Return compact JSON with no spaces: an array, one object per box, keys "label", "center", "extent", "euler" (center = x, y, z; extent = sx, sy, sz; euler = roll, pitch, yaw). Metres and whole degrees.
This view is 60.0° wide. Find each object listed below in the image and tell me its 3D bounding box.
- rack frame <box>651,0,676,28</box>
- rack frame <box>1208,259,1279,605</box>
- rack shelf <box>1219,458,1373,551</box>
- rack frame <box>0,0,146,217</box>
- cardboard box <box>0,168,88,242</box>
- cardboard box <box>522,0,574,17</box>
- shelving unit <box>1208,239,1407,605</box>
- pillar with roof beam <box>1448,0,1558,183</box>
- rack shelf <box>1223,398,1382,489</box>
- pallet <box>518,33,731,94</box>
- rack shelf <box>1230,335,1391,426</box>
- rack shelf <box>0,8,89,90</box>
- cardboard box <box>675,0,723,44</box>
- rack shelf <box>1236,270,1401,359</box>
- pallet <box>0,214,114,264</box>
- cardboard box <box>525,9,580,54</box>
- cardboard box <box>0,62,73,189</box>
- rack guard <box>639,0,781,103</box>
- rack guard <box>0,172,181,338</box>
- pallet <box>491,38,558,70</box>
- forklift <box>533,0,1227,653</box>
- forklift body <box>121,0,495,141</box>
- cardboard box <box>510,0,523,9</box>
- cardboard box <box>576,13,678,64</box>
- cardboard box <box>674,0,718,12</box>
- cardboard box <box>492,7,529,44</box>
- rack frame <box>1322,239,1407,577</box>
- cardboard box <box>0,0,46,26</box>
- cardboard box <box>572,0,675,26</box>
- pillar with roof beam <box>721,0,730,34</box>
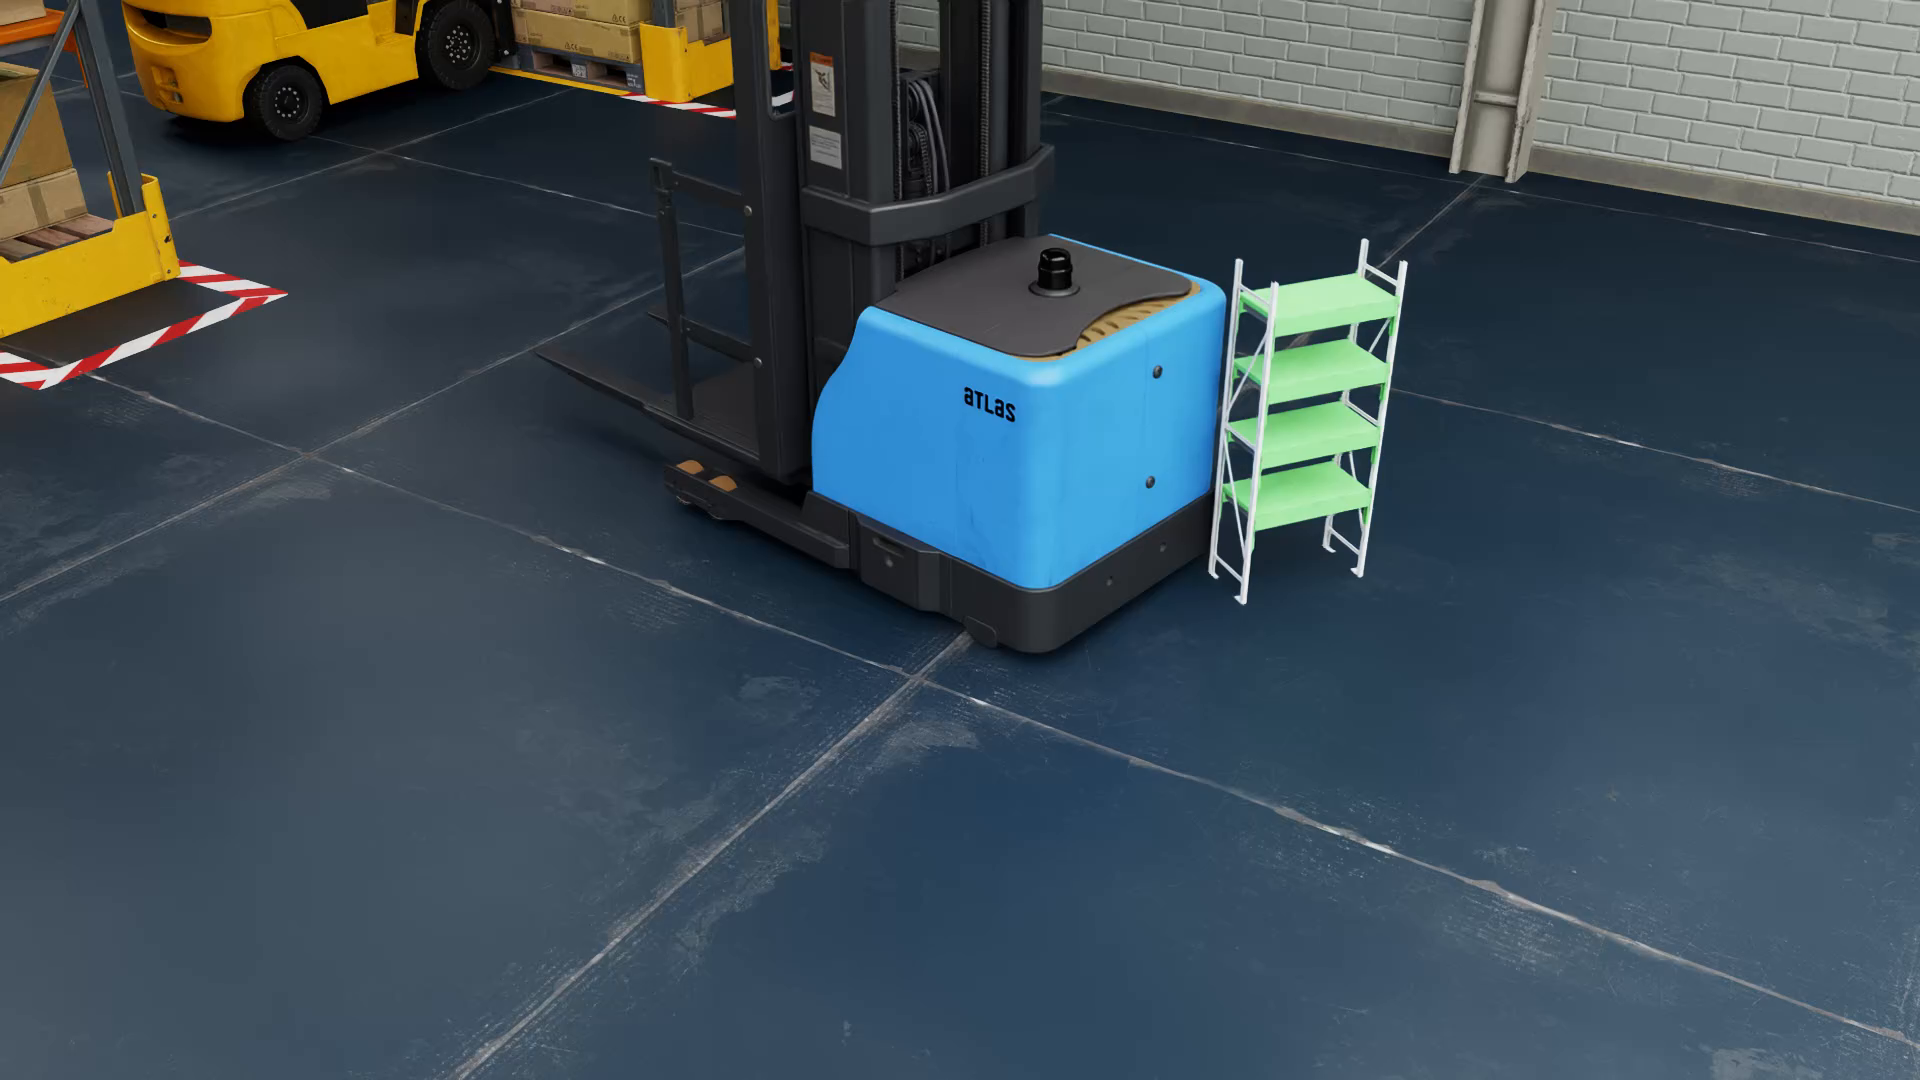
[{"label":"rack frame","center":[-1.765,-4.573,11.113],"extent":[0.127,3.000,1.000],"euler":[18,35,27]},{"label":"rack frame","center":[0.955,-0.346,5.652],"extent":[0.015,1.200,0.240],"euler":[-12,32,-19]},{"label":"rack shelf","center":[1.180,-0.130,5.886],"extent":[0.480,0.148,0.258],"euler":[-12,32,-19]},{"label":"rack frame","center":[-4.401,-2.454,7.480],"extent":[0.127,3.000,1.000],"euler":[18,35,27]},{"label":"cardboard box","center":[-4.937,-1.782,8.639],"extent":[0.500,0.250,0.500],"euler":[17,34,27]},{"label":"cardboard box","center":[-2.763,-3.919,11.807],"extent":[0.500,0.250,0.500],"euler":[17,34,27]},{"label":"shelving unit","center":[1.180,-0.393,5.733],"extent":[0.503,1.200,0.258],"euler":[-12,32,-19]},{"label":"pillar with roof beam","center":[0.918,-4.291,4.675],"extent":[0.400,9.000,9.100],"euler":[18,35,27]},{"label":"rack shelf","center":[1.180,-0.338,5.765],"extent":[0.480,0.148,0.258],"euler":[-12,32,-19]},{"label":"pallet","center":[-2.435,-3.556,12.136],"extent":[1.213,0.211,1.003],"euler":[18,35,27]},{"label":"rack shelf","center":[1.180,-0.545,5.644],"extent":[0.480,0.148,0.258],"euler":[-12,32,-19]},{"label":"rack shelf","center":[-6.095,-2.679,8.579],"extent":[4.000,0.370,1.077],"euler":[18,35,27]},{"label":"cardboard box","center":[-2.077,-3.782,12.068],"extent":[0.500,0.250,0.500],"euler":[18,35,28]},{"label":"rack shelf","center":[1.181,-0.752,5.523],"extent":[0.480,0.148,0.258],"euler":[-12,32,-19]},{"label":"pallet","center":[-5.134,-1.503,8.616],"extent":[1.213,0.211,1.003],"euler":[18,35,27]},{"label":"cardboard box","center":[-2.747,-3.695,11.920],"extent":[0.500,0.250,0.500],"euler":[18,35,27]},{"label":"cardboard box","center":[-4.957,-2.112,8.461],"extent":[0.500,0.500,0.500],"euler":[16,34,26]},{"label":"rack guard","center":[-1.745,-3.487,11.731],"extent":[0.348,0.500,1.175],"euler":[18,35,27]},{"label":"rack guard","center":[-4.465,-1.395,8.144],"extent":[0.348,0.500,1.175],"euler":[18,35,27]},{"label":"pallet","center":[-3.464,-3.883,12.697],"extent":[1.213,0.211,1.003],"euler":[18,35,27]},{"label":"forklift","center":[-0.516,-1.517,5.941],"extent":[3.031,2.935,1.130],"euler":[25,38,35]},{"label":"forklift body","center":[-4.341,-3.936,10.863],"extent":[1.214,2.155,2.313],"euler":[18,35,27]},{"label":"cardboard box","center":[-3.211,-4.048,12.028],"extent":[0.500,0.250,0.500],"euler":[17,34,26]},{"label":"cardboard box","center":[-2.331,-3.558,11.684],"extent":[0.500,0.250,0.500],"euler":[18,35,28]},{"label":"cardboard box","center":[-2.053,-3.998,11.942],"extent":[0.500,0.250,0.500],"euler":[18,35,28]},{"label":"cardboard box","center":[-3.166,-3.833,12.156],"extent":[0.500,0.250,0.500],"euler":[18,35,28]},{"label":"rack frame","center":[1.406,-0.440,5.814],"extent":[0.015,1.200,0.240],"euler":[-12,32,-19]},{"label":"cardboard box","center":[-4.578,-2.525,7.850],"extent":[0.250,0.149,0.380],"euler":[18,35,28]},{"label":"cardboard box","center":[-2.343,-3.780,11.568],"extent":[0.500,0.250,0.500],"euler":[17,34,27]},{"label":"pillar with roof beam","center":[-4.164,-5.899,7.431],"extent":[0.400,9.000,9.100],"euler":[18,35,27]}]
